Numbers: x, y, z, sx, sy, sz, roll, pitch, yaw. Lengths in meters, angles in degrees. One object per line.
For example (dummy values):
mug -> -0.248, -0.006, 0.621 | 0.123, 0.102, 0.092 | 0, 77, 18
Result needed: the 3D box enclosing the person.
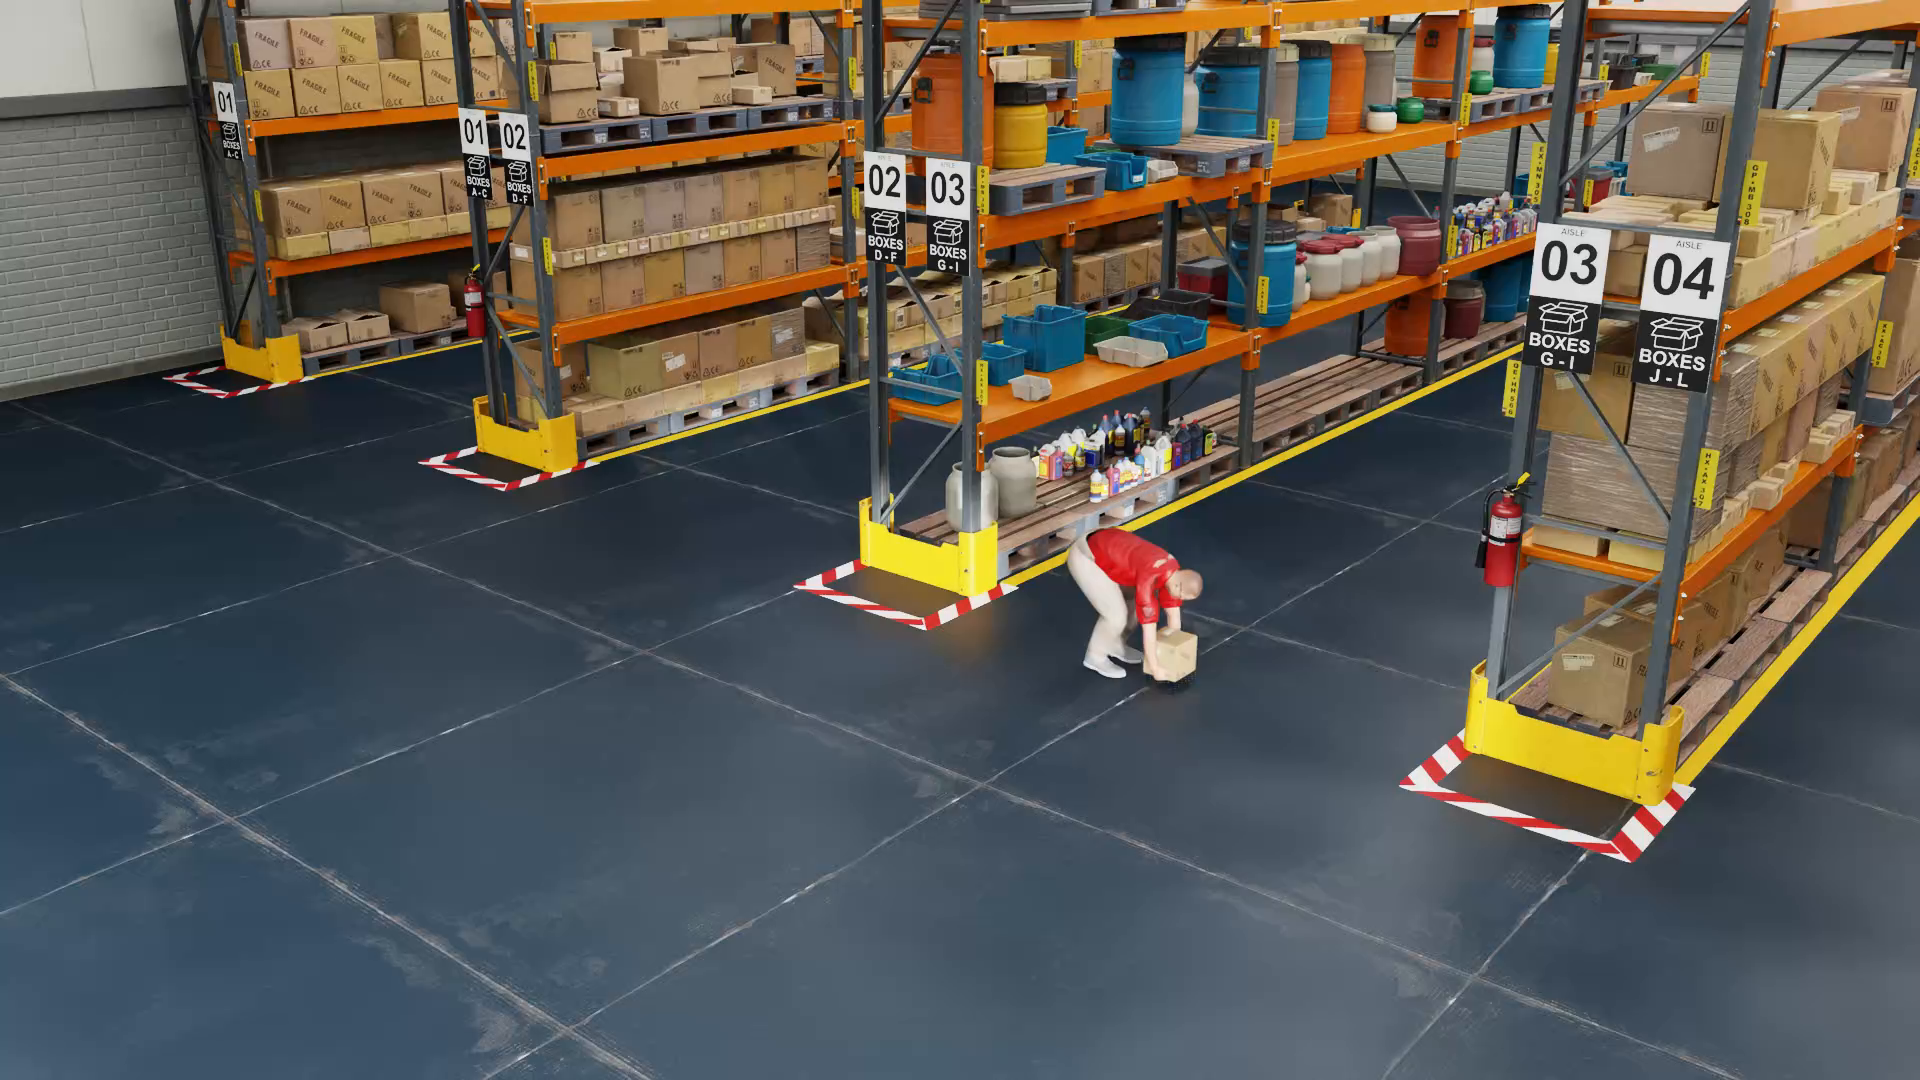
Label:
person -> 1.170, 0.430, 11.039 | 0.957, 0.962, 0.524 | 14, 24, 34
